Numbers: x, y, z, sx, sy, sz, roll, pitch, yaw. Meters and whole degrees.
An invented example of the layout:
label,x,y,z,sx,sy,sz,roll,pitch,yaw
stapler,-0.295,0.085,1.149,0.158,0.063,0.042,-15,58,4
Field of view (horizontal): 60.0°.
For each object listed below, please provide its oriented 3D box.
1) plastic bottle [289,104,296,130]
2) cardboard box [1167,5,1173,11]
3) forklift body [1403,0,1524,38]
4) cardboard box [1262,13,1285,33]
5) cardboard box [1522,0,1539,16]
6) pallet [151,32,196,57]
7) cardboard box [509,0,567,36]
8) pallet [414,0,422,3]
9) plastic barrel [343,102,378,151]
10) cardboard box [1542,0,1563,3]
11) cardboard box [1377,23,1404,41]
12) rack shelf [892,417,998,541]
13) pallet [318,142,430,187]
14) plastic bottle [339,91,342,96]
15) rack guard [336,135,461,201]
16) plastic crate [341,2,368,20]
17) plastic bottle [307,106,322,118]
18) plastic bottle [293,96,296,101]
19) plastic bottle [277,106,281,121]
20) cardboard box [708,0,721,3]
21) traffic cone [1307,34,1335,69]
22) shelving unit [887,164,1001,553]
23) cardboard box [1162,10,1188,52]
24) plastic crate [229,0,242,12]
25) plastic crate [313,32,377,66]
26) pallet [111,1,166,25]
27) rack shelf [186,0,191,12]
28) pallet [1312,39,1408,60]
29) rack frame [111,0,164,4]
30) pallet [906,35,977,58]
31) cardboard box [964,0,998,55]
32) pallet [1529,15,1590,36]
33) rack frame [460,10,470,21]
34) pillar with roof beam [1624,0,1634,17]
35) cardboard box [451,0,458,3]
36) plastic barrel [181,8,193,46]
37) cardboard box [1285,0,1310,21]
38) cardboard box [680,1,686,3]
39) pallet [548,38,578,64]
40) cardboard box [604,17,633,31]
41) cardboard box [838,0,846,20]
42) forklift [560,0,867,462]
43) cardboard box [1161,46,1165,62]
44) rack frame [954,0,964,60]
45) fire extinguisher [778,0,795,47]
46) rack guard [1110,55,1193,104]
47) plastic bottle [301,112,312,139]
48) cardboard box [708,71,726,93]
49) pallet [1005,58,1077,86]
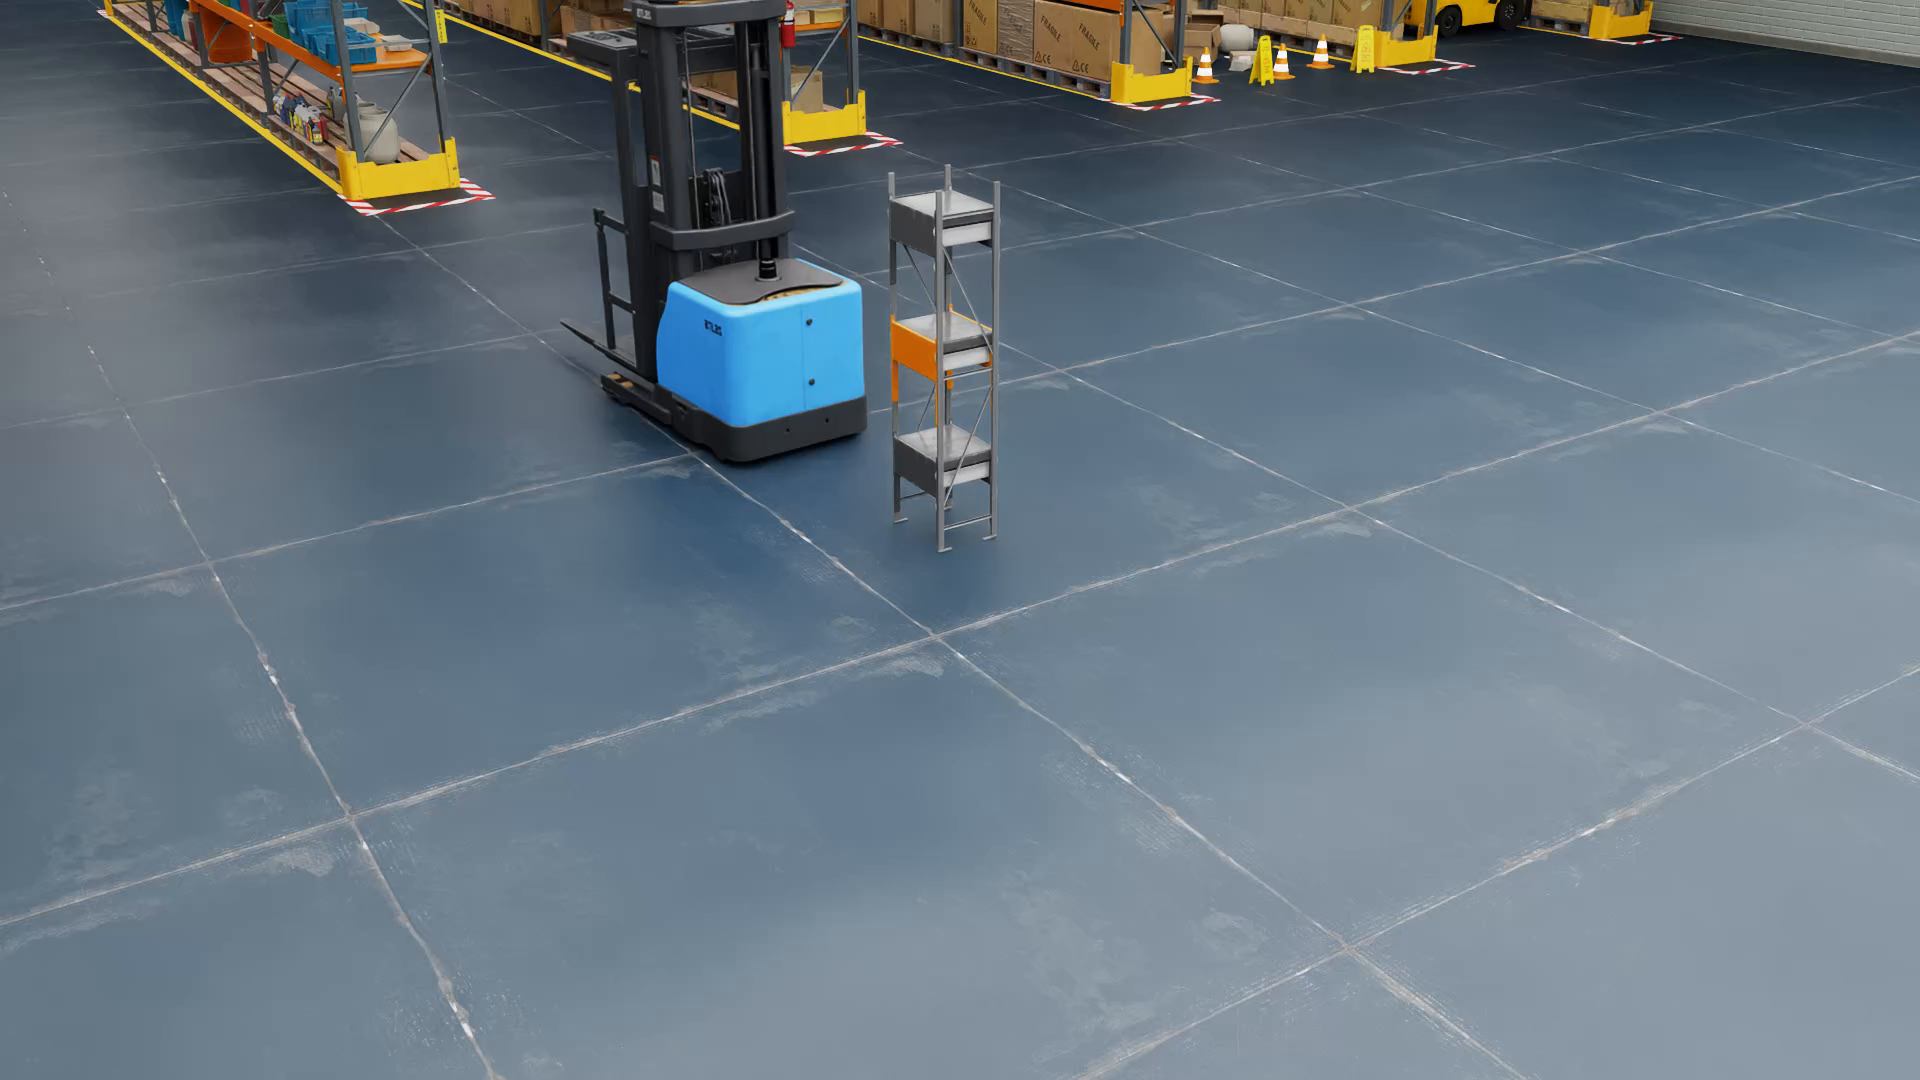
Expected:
label,x,y,z,sx,sy,sz,roll,pitch,yaw
plastic bottle,-7.743,-4.913,19.310,0.061,0.283,0.133,-14,29,-27
cardboard box,3.775,-9.373,28.677,0.950,0.372,0.625,-14,28,-26
forklift body,8.236,-9.525,27.406,2.313,2.155,1.214,-16,29,-30
cardboard box,5.147,-8.223,26.384,0.500,0.250,0.500,-16,30,-30
cardboard box,9.749,-9.057,28.151,0.500,0.250,0.500,-15,29,-29
pallet,-11.975,-7.779,25.981,1.003,0.211,1.213,-16,29,-30
cardboard box,-6.387,-8.530,26.302,1.225,0.875,0.875,-17,30,-32
pallet,-9.893,-10.382,31.494,1.003,0.211,1.213,-16,29,-30
plastic barrel,-6.507,-4.495,18.181,0.421,0.512,0.421,0,25,0
cardboard box,10.007,-9.111,27.679,0.500,0.250,0.500,-16,30,-30
cardboard box,6.434,-7.797,25.481,0.500,0.250,0.500,-16,30,-30
rack shelf,-0.090,-0.363,9.732,0.431,0.518,0.480,-16,29,-30
pallet,-6.330,-4.080,18.146,1.003,0.211,1.213,-16,29,-30
plastic bottle,-7.401,-5.302,20.055,0.144,0.351,0.185,-16,30,-31
rack guard,-5.891,-3.919,17.467,1.175,0.500,0.348,-16,29,-30
plastic crate,-7.162,-6.064,19.257,0.499,0.251,0.616,-16,29,-30
plastic bottle,-7.456,-4.870,19.227,0.152,0.276,0.135,-16,29,-30
plastic bottle,-7.899,-5.134,19.779,0.061,0.283,0.133,-16,29,-30
plastic bottle,-8.076,-5.109,19.821,0.097,0.201,0.097,0,25,0
cardboard box,-2.896,-6.640,20.596,0.380,0.149,0.250,-16,29,-30
traffic cone,5.327,-7.203,24.466,0.336,0.463,0.334,-16,29,-30
shelving unit,-0.090,-1.009,9.427,0.431,2.100,0.503,-16,29,-30
cardboard box,3.045,-7.800,25.525,0.797,0.637,0.503,-16,29,-30
plastic crate,-8.857,-6.779,20.615,0.392,0.384,0.575,-16,29,-30
plastic crate,-6.334,-5.075,17.162,0.499,0.251,0.616,-16,29,-30
pallet,-14.127,-9.191,28.973,1.003,0.211,1.213,-16,29,-30
rack shelf,-11.270,-8.285,24.629,1.077,0.370,4.000,-16,29,-30
pallet,6.187,-7.562,25.522,1.003,0.211,1.213,-16,29,-30
rack frame,-14.545,-10.756,29.021,1.000,3.000,0.127,-16,29,-30
pallet,-0.118,-7.736,25.889,1.003,0.211,1.213,-16,29,-30
cardboard box,0.651,-7.726,24.599,0.875,0.875,0.875,-15,29,-29
pallet,10.347,-8.658,27.843,1.003,0.211,1.213,-16,29,-30
rack frame,-8.211,-10.480,28.436,1.000,3.000,0.127,-16,29,-30
pillar with roof beam,7.567,-11.824,24.256,9.100,9.000,0.400,-16,29,-30
cardboard box,-8.505,-9.964,29.339,0.875,0.875,0.875,-16,29,-30
plastic barrel,-11.459,-7.716,25.003,0.421,0.512,0.421,0,25,0
cardboard box,5.429,-8.377,25.831,0.500,0.500,0.500,-16,30,-31
cardboard box,-3.447,-6.996,21.351,0.380,0.149,0.250,-16,29,-30
pallet,-5.603,-7.508,25.407,1.003,0.211,1.213,-16,29,-30
cardboard box,-4.712,-7.287,24.084,0.700,0.500,0.500,-18,31,-34
cardboard box,-1.560,-9.103,27.662,1.050,0.750,0.750,-16,30,-30
forklift,-1.911,-2.393,11.385,1.130,2.935,3.031,-18,31,-33
cardboard box,2.848,-7.316,24.937,0.396,0.266,0.258,-10,27,-21
rack frame,0.367,-8.738,24.746,1.000,3.000,0.127,-16,29,-30
fire extinguisher,-1.984,-6.004,19.046,0.296,0.674,0.183,-16,29,-30
rack guard,2.563,-6.168,22.231,1.175,0.500,0.348,-16,29,-30
plastic bottle,-7.371,-4.702,18.871,0.152,0.276,0.135,-16,30,-31
cardboard box,-2.936,-6.119,21.634,0.500,0.500,0.500,-19,31,-34
pallet,1.386,-6.750,23.802,1.003,0.211,1.213,-16,29,-30
